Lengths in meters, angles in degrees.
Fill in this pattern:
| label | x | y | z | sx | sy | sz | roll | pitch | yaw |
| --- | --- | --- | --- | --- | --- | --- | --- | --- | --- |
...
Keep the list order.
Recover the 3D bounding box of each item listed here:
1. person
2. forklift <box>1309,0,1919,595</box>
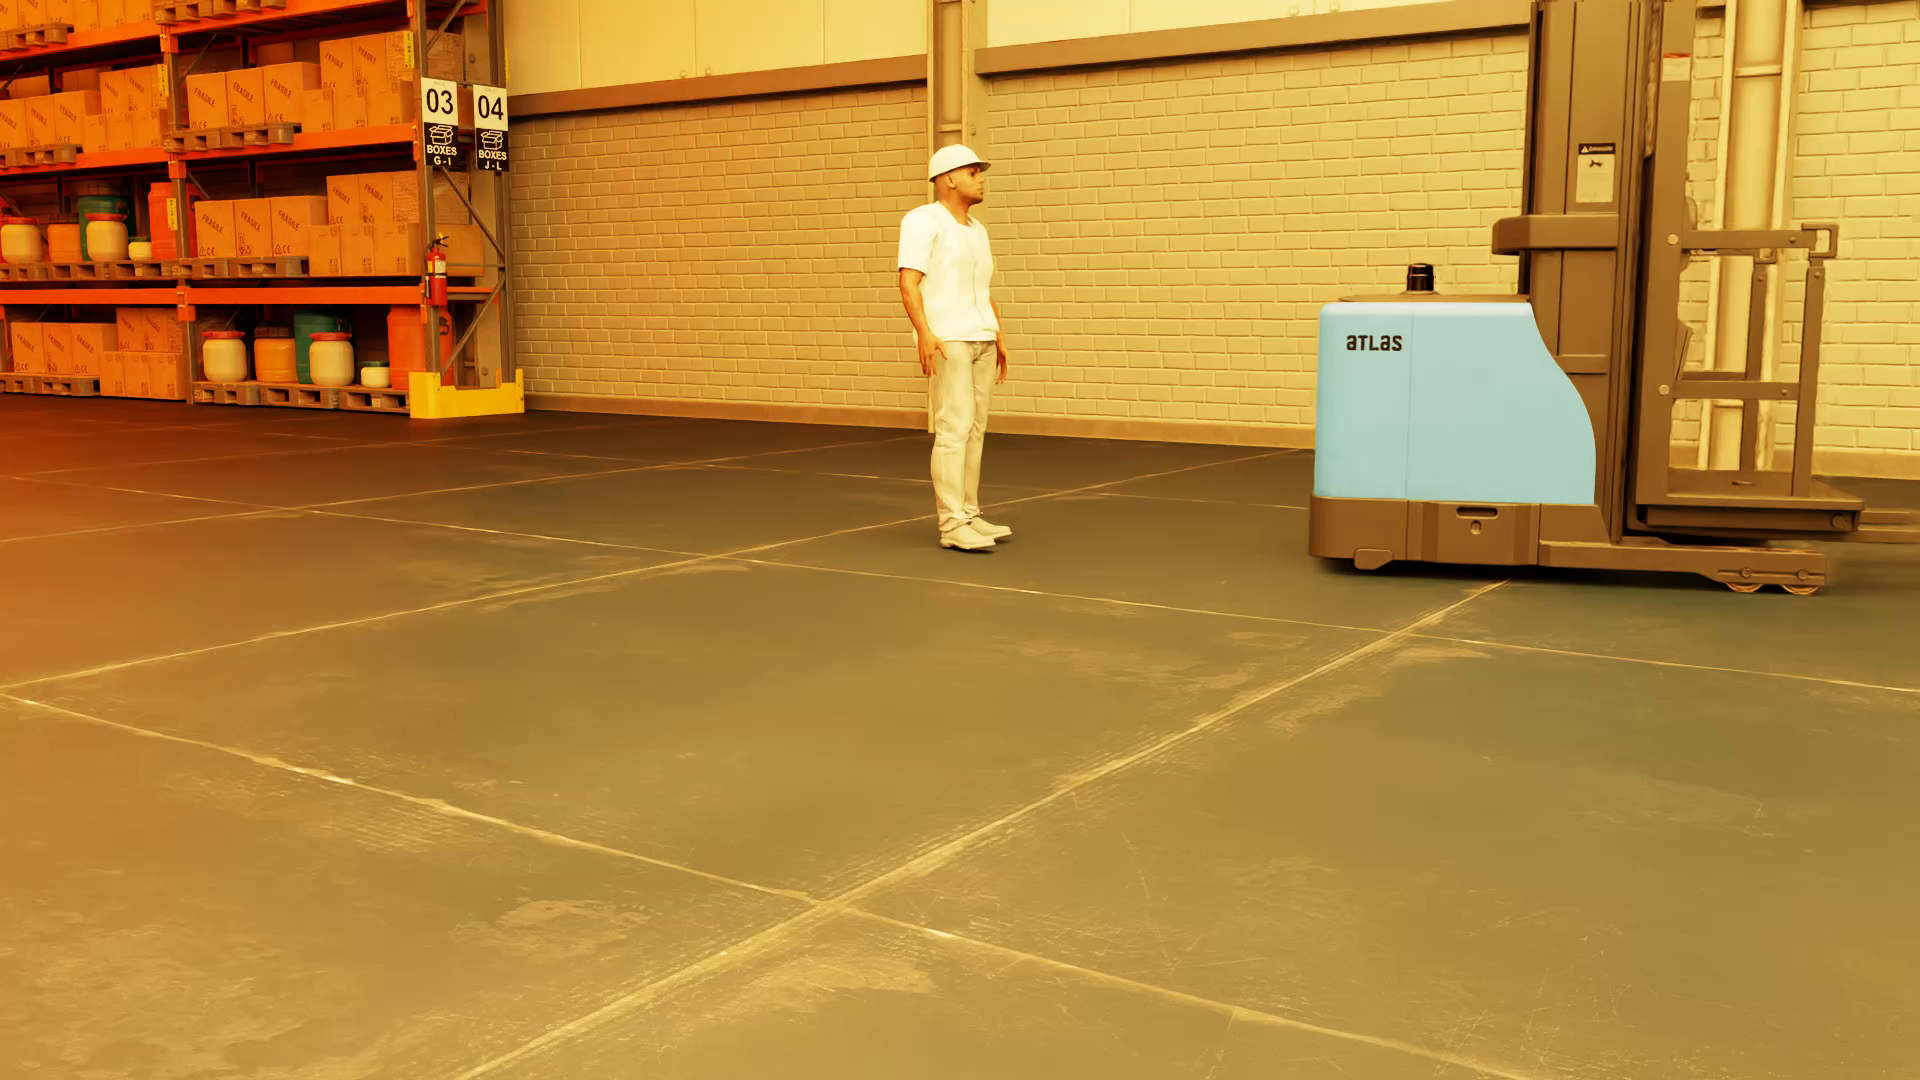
| label | x | y | z | sx | sy | sz | roll | pitch | yaw |
| --- | --- | --- | --- | --- | --- | --- | --- | --- | --- |
| person | 0.054 | -0.875 | 7.435 | 0.577 | 1.765 | 0.666 | 5 | 10 | 34 |
| forklift | 2.981 | -1.330 | 6.544 | 3.031 | 2.935 | 1.130 | 2 | 8 | 15 |
